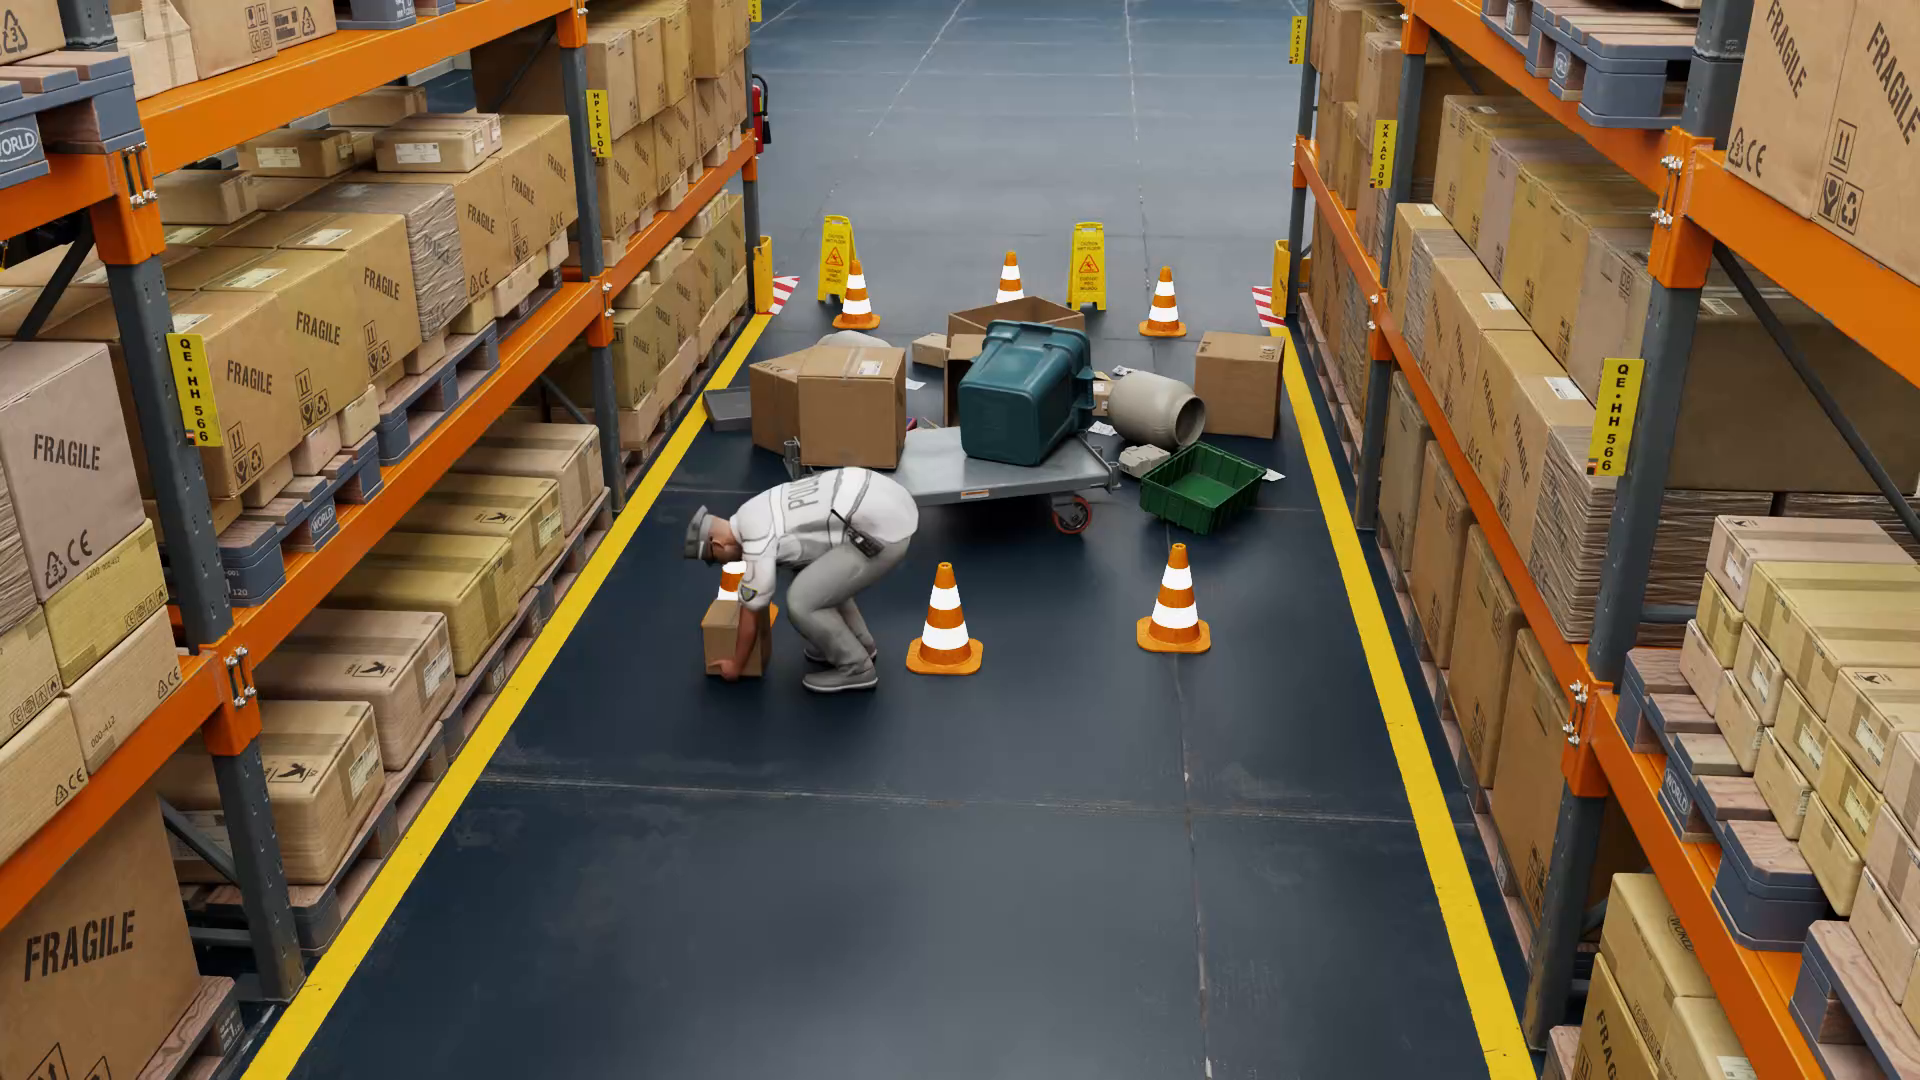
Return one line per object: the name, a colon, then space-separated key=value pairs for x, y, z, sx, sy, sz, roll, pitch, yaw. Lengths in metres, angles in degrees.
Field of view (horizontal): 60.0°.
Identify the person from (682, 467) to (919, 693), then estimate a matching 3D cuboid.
person: x=-0.703 y=0.161 z=7.231 sx=0.996 sy=0.936 sz=0.534 roll=1 pitch=24 yaw=2
